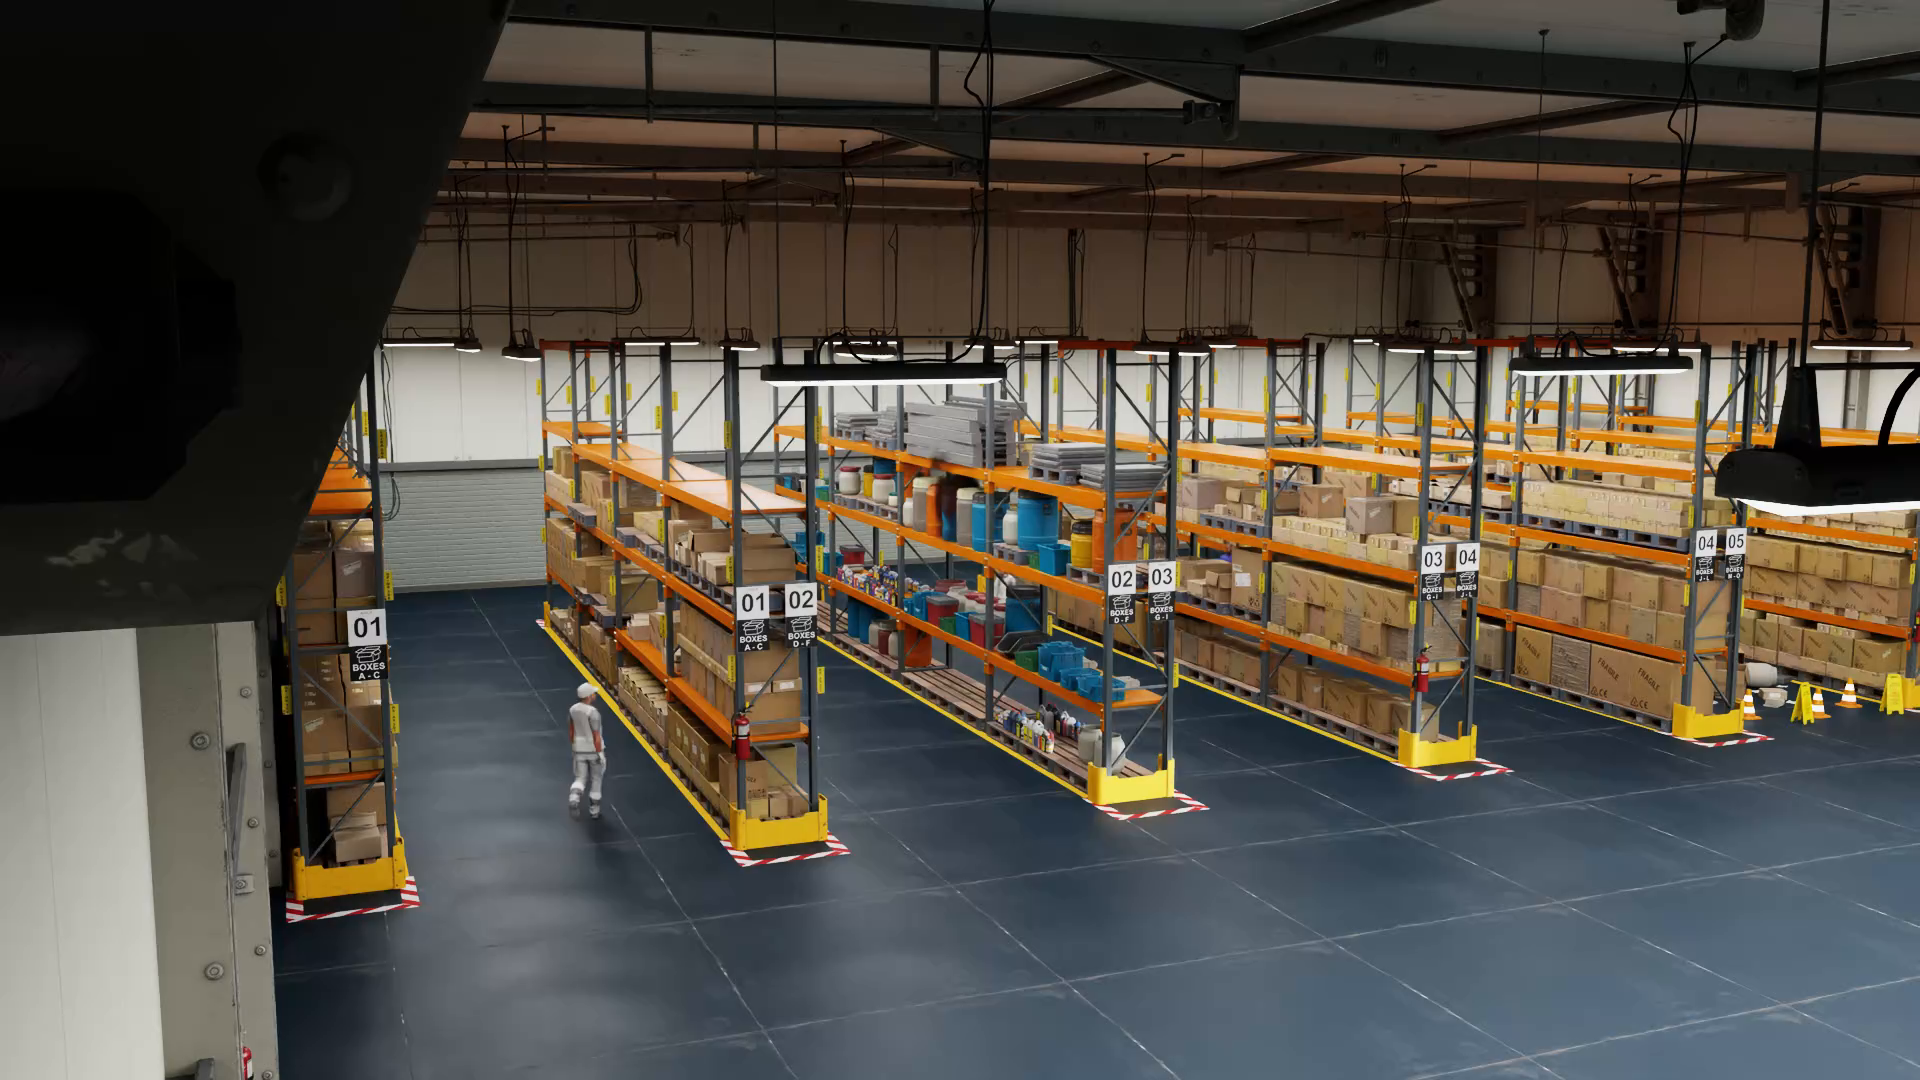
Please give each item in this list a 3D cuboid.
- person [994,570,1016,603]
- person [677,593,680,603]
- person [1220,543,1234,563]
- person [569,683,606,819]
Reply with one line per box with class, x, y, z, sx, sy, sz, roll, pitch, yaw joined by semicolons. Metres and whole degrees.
person;0.804;1.268;32.129;0.510;1.771;0.596;-6;9;-37
person;-6.021;0.600;37.524;1.061;1.746;0.693;0;7;-3
person;5.803;0.855;35.989;0.539;1.608;0.950;-2;8;-14
person;-4.766;2.698;21.157;0.522;1.779;0.725;1;8;10
